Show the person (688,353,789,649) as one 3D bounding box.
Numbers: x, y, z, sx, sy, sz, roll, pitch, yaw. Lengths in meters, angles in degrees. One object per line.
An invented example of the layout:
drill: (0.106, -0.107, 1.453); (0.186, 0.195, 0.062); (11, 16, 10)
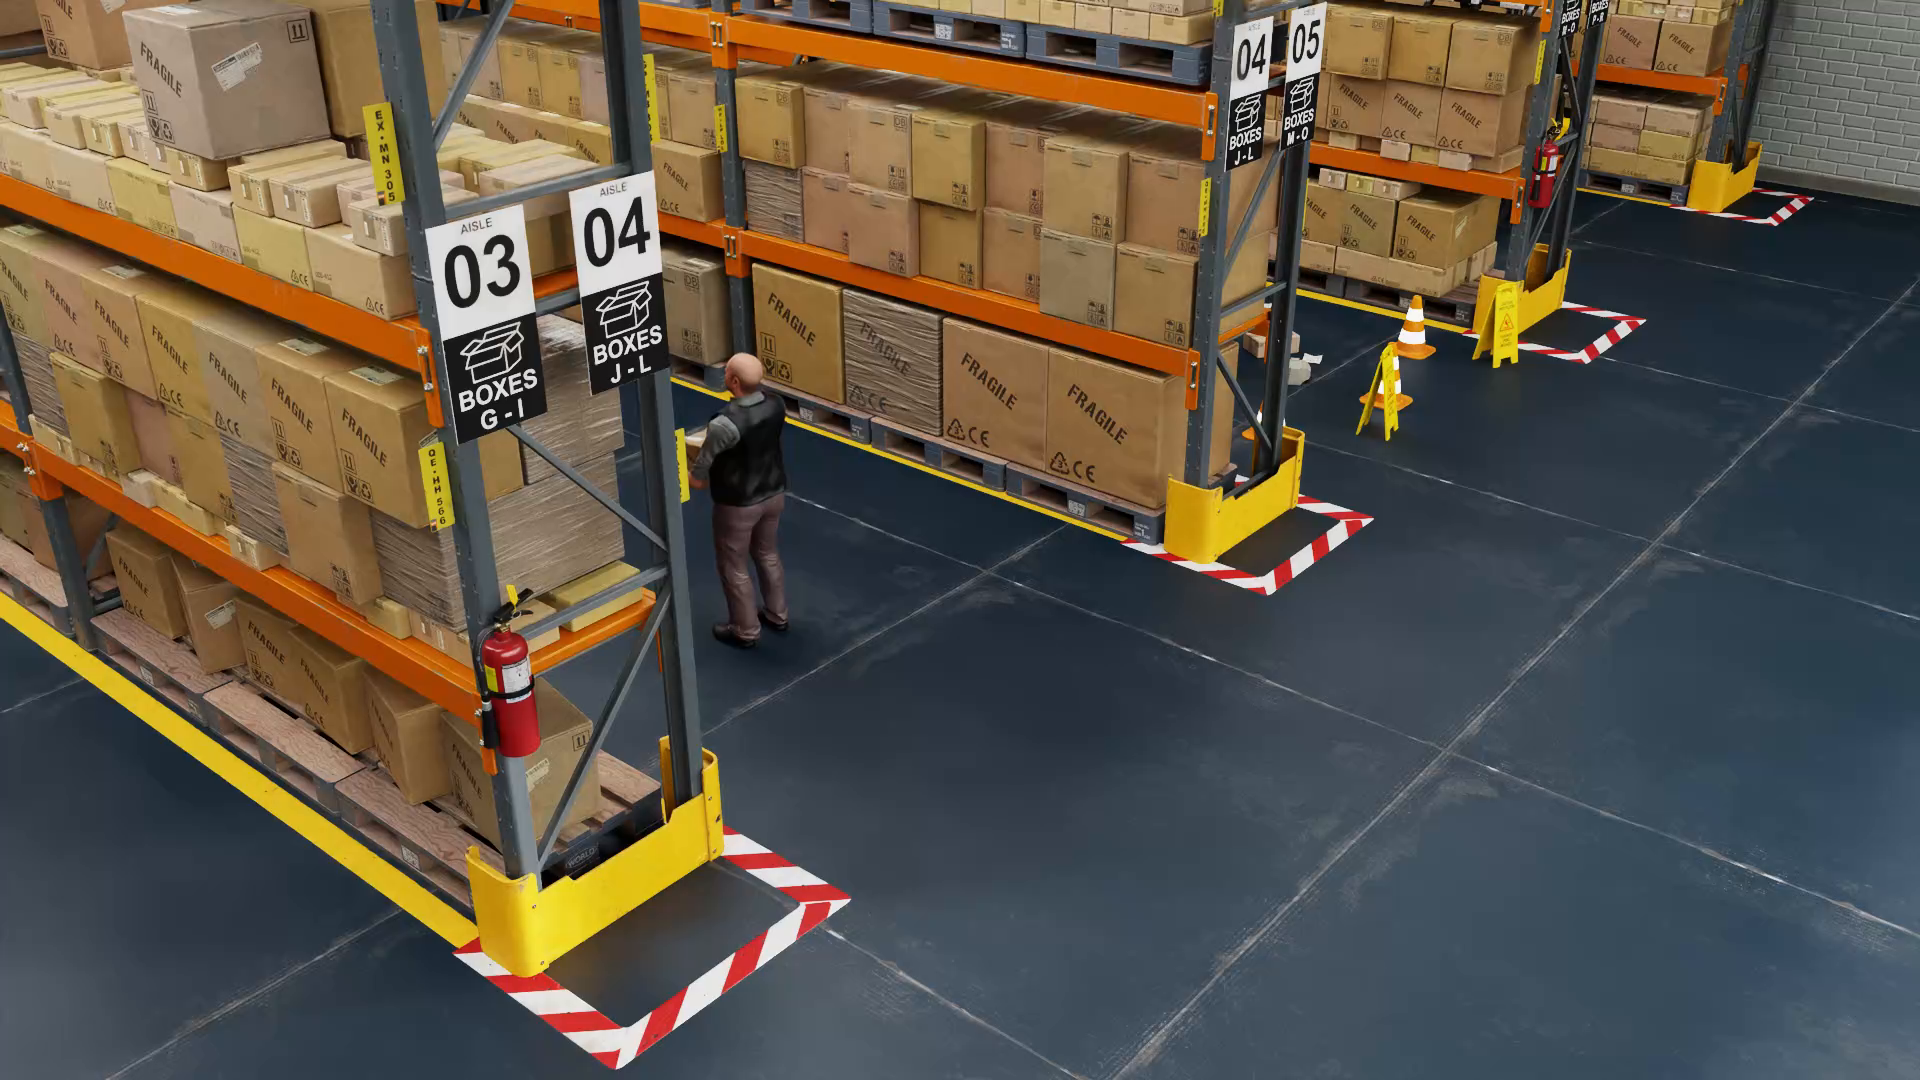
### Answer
person: (-1.237, -0.249, 9.135); (0.550, 1.716, 0.498); (21, 34, 34)
